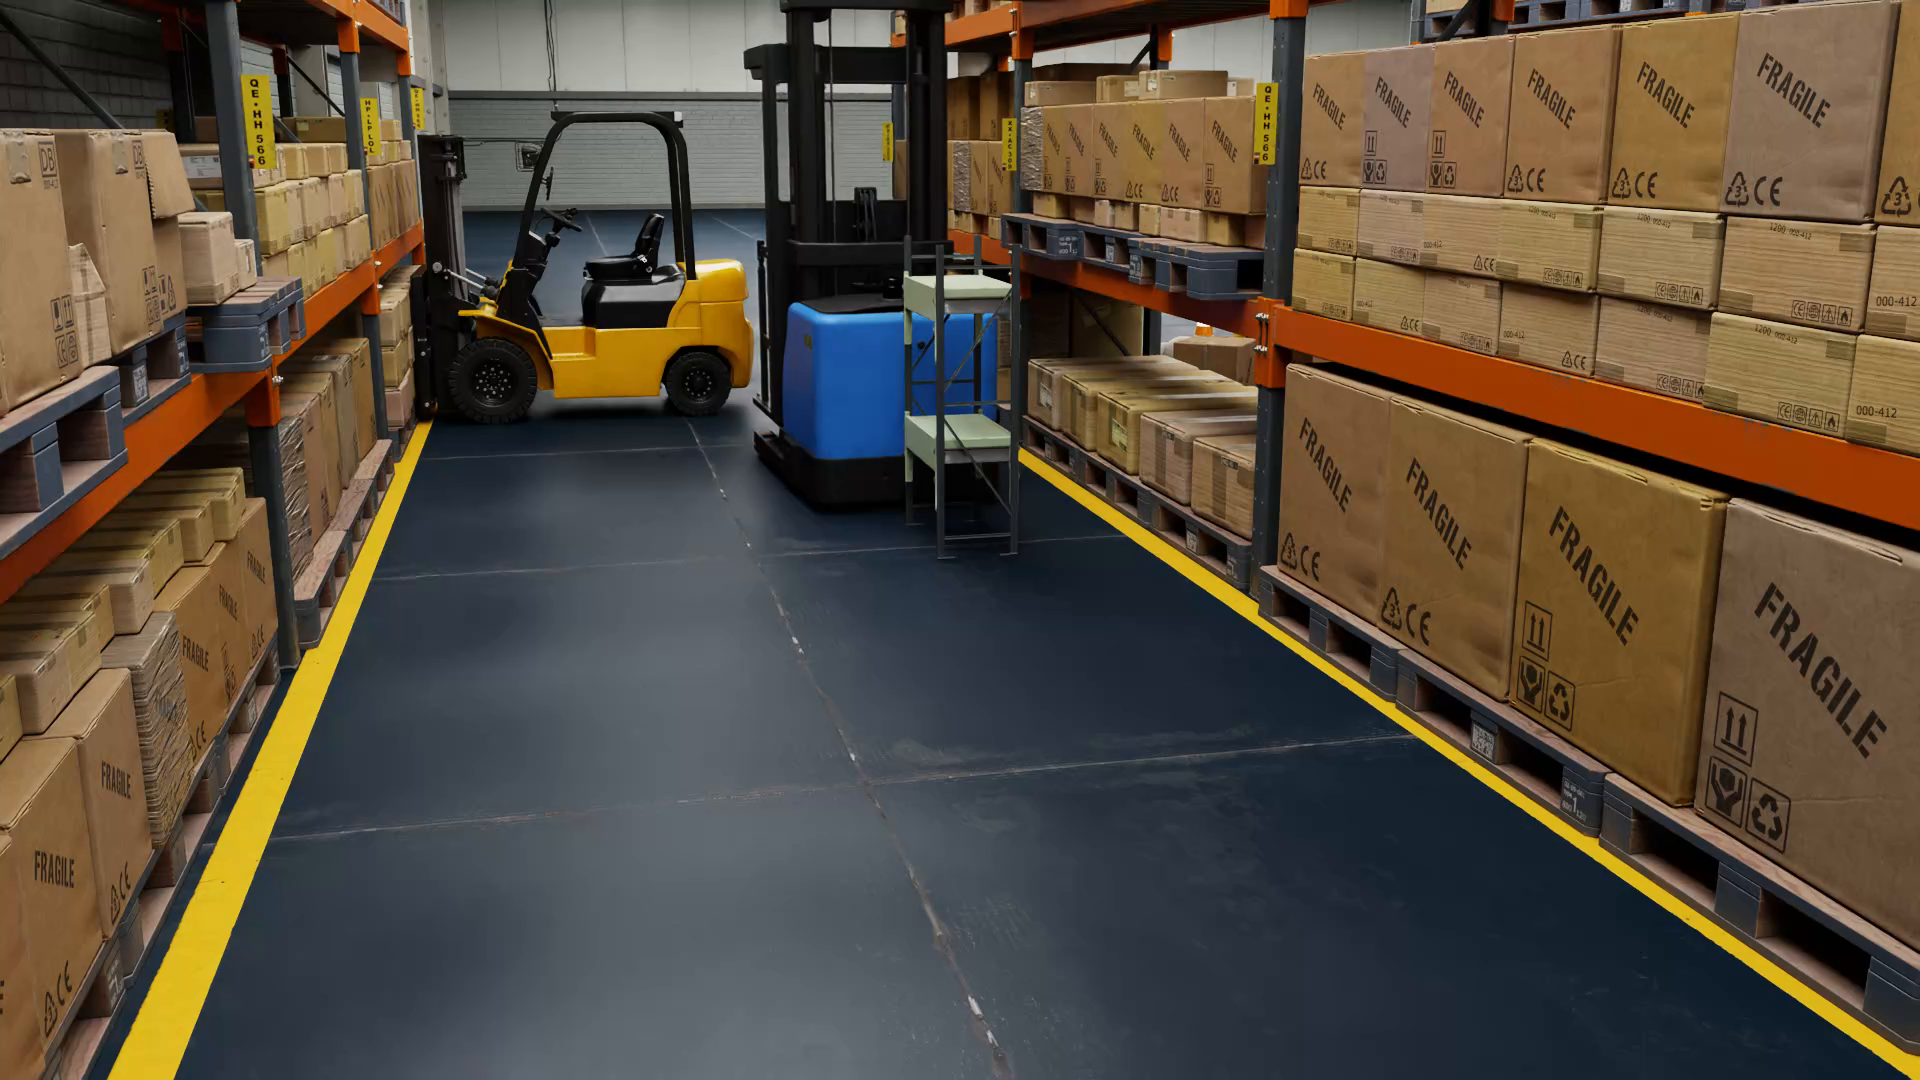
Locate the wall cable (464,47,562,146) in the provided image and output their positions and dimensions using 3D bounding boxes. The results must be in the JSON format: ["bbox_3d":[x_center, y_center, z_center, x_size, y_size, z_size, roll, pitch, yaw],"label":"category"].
[{"bbox_3d":[-12.083,-11.654,43.712,3.097,2.526,0.112,-3,14,-13],"label":"wall cable"}]

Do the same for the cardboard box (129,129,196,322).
[{"bbox_3d":[-2.476,-0.828,4.392,0.797,0.503,0.637,-4,14,-14],"label":"cardboard box"}]

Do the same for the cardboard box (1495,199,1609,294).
[{"bbox_3d":[1.995,-0.904,5.069,0.500,0.250,0.500,-3,14,-12],"label":"cardboard box"}]

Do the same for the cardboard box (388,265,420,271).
[{"bbox_3d":[-4.507,-2.050,13.301,0.500,0.250,0.500,-3,14,-11],"label":"cardboard box"}]

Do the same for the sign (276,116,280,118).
[{"bbox_3d":[-5.459,-3.215,13.274,0.100,0.325,0.005,-3,14,-13],"label":"sign"}]

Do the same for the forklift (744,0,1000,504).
[{"bbox_3d":[-0.680,-1.923,10.123,1.130,2.935,3.031,-4,14,-16],"label":"forklift"}]

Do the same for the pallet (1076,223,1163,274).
[{"bbox_3d":[1.280,-1.578,8.972,1.003,0.211,1.213,-3,14,-13],"label":"pallet"}]

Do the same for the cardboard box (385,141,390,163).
[{"bbox_3d":[-4.142,-2.672,11.467,0.380,0.149,0.250,-4,14,-14],"label":"cardboard box"}]

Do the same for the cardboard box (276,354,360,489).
[{"bbox_3d":[-3.671,-0.614,8.738,0.875,0.625,0.625,-3,14,-14],"label":"cardboard box"}]

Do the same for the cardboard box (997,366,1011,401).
[{"bbox_3d":[0.445,-1.130,11.640,0.500,0.250,0.500,-3,14,-11],"label":"cardboard box"}]

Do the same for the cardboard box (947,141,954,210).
[{"bbox_3d":[0.120,-2.777,12.638,0.500,0.500,0.500,-4,14,-14],"label":"cardboard box"}]

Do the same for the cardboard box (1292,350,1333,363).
[{"bbox_3d":[2.568,-1.400,11.507,0.500,0.500,0.500,-3,14,-13],"label":"cardboard box"}]

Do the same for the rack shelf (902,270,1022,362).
[{"bbox_3d":[-0.002,-1.109,8.163,0.431,0.370,0.720,-3,14,-13],"label":"rack shelf"}]

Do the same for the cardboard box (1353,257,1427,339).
[{"bbox_3d":[1.793,-0.900,6.107,0.500,0.250,0.500,-4,14,-15],"label":"cardboard box"}]

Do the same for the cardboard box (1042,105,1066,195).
[{"bbox_3d":[0.795,-2.297,9.788,0.500,0.500,0.500,-3,14,-13],"label":"cardboard box"}]

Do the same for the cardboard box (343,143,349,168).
[{"bbox_3d":[-3.798,-2.314,10.002,0.380,0.149,0.250,-4,14,-14],"label":"cardboard box"}]

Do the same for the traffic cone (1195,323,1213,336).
[{"bbox_3d":[2.260,-1.943,15.407,0.336,0.463,0.334,-3,14,-13],"label":"traffic cone"}]

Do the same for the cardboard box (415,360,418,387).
[{"bbox_3d":[-4.141,-1.213,11.981,0.500,0.250,0.500,-3,14,-11],"label":"cardboard box"}]

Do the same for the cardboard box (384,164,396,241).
[{"bbox_3d":[-4.088,-2.264,11.163,0.500,0.500,0.500,-3,14,-14],"label":"cardboard box"}]

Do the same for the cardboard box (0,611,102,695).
[{"bbox_3d":[-2.293,0.283,3.964,0.380,0.149,0.250,-3,14,-11],"label":"cardboard box"}]

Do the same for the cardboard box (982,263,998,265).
[{"bbox_3d":[0.473,-2.005,13.642,0.500,0.500,0.500,-3,14,-11],"label":"cardboard box"}]

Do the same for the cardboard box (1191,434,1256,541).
[{"bbox_3d":[1.661,-0.276,7.887,0.950,0.372,0.625,-4,14,-17],"label":"cardboard box"}]

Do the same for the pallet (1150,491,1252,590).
[{"bbox_3d":[1.602,-0.043,8.158,1.003,0.211,1.213,-3,14,-13],"label":"pallet"}]

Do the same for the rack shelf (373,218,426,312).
[{"bbox_3d":[-4.449,-1.974,11.704,1.077,0.370,4.000,-3,14,-13],"label":"rack shelf"}]

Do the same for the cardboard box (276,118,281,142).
[{"bbox_3d":[-4.442,-2.548,10.332,0.380,0.149,0.250,-3,14,-14],"label":"cardboard box"}]

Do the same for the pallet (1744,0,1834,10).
[{"bbox_3d":[5.896,-3.595,10.903,0.805,0.209,1.217,-4,14,-15],"label":"pallet"}]

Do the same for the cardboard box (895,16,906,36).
[{"bbox_3d":[-0.332,-4.303,13.930,0.380,0.149,0.250,-3,14,-13],"label":"cardboard box"}]

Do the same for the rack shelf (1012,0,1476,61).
[{"bbox_3d":[1.315,-2.786,8.707,1.077,0.370,4.000,-3,14,-13],"label":"rack shelf"}]

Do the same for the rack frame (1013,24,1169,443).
[{"bbox_3d":[0.845,-2.140,10.866,1.000,3.000,0.127,-3,14,-13],"label":"rack frame"}]

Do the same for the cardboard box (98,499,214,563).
[{"bbox_3d":[-2.564,-0.020,5.205,0.380,0.149,0.250,-4,14,-15],"label":"cardboard box"}]

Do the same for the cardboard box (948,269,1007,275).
[{"bbox_3d":[0.069,-1.852,13.015,0.500,0.500,0.500,-3,14,-12],"label":"cardboard box"}]

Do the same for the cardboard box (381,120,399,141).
[{"bbox_3d":[-4.232,-2.934,11.911,0.380,0.149,0.250,-3,14,-12],"label":"cardboard box"}]

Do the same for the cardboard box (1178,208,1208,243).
[{"bbox_3d":[1.243,-1.475,7.789,0.380,0.149,0.250,-3,14,-14],"label":"cardboard box"}]

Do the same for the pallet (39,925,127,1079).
[{"bbox_3d":[-2.328,1.152,3.267,1.003,0.211,1.213,-3,14,-13],"label":"pallet"}]

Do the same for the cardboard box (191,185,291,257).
[{"bbox_3d":[-2.882,-1.227,6.392,0.500,0.250,0.500,-3,14,-13],"label":"cardboard box"}]

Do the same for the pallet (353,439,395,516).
[{"bbox_3d":[-3.768,-0.340,9.374,1.003,0.211,1.213,-3,14,-13],"label":"pallet"}]

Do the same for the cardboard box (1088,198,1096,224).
[{"bbox_3d":[0.935,-1.839,9.278,0.380,0.149,0.250,-3,14,-13],"label":"cardboard box"}]

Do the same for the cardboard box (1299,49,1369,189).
[{"bbox_3d":[1.663,-1.624,6.437,0.500,0.500,0.500,-4,14,-15],"label":"cardboard box"}]

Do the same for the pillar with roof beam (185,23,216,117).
[{"bbox_3d":[-1.446,-5.729,12.914,9.100,9.000,0.400,-3,14,-13],"label":"pillar with roof beam"}]

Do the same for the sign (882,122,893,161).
[{"bbox_3d":[-0.622,-3.453,14.416,0.100,0.325,0.005,-3,14,-13],"label":"sign"}]

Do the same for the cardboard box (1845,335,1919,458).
[{"bbox_3d":[2.373,-0.311,3.696,0.500,0.250,0.500,-4,14,-15],"label":"cardboard box"}]

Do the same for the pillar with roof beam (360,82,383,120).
[{"bbox_3d":[-4.265,-8.497,24.245,9.100,9.000,0.400,-3,14,-13],"label":"pillar with roof beam"}]

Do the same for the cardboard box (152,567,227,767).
[{"bbox_3d":[-2.498,0.393,4.881,0.500,0.500,0.500,-3,14,-11],"label":"cardboard box"}]

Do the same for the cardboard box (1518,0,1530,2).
[{"bbox_3d":[4.819,-4.503,13.651,0.380,0.149,0.250,-3,14,-13],"label":"cardboard box"}]

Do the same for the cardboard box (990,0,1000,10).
[{"bbox_3d":[0.417,-3.652,11.263,0.380,0.149,0.250,-3,14,-13],"label":"cardboard box"}]

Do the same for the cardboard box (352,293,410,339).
[{"bbox_3d":[-3.898,-1.464,10.902,0.500,0.250,0.500,-3,14,-13],"label":"cardboard box"}]

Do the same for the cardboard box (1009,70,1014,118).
[{"bbox_3d":[0.762,-3.169,12.133,0.700,0.500,0.500,-4,14,-14],"label":"cardboard box"}]

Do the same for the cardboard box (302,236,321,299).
[{"bbox_3d":[-3.147,-1.218,7.407,0.500,0.250,0.500,-4,14,-15],"label":"cardboard box"}]

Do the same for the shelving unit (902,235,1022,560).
[{"bbox_3d":[-0.002,-0.730,8.255,0.431,1.500,0.755,-3,14,-13],"label":"shelving unit"}]

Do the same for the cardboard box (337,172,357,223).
[{"bbox_3d":[-3.487,-1.815,8.799,0.500,0.250,0.500,-4,14,-15],"label":"cardboard box"}]

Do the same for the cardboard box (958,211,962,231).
[{"bbox_3d":[0.200,-2.370,12.337,0.380,0.149,0.250,-4,14,-14],"label":"cardboard box"}]

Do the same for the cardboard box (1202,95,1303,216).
[{"bbox_3d":[1.407,-1.704,7.358,0.500,0.500,0.500,-4,14,-15],"label":"cardboard box"}]

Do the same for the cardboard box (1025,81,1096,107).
[{"bbox_3d":[0.612,-2.724,10.167,0.380,0.149,0.250,-3,14,-13],"label":"cardboard box"}]

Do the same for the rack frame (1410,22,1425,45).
[{"bbox_3d":[4.693,-3.362,15.868,1.000,3.000,0.127,-3,14,-13],"label":"rack frame"}]

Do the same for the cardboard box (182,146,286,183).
[{"bbox_3d":[-3.051,-1.572,6.965,0.380,0.149,0.250,-3,14,-13],"label":"cardboard box"}]

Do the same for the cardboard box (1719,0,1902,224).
[{"bbox_3d":[2.246,-1.037,4.033,0.500,0.500,0.500,-3,14,-12],"label":"cardboard box"}]
